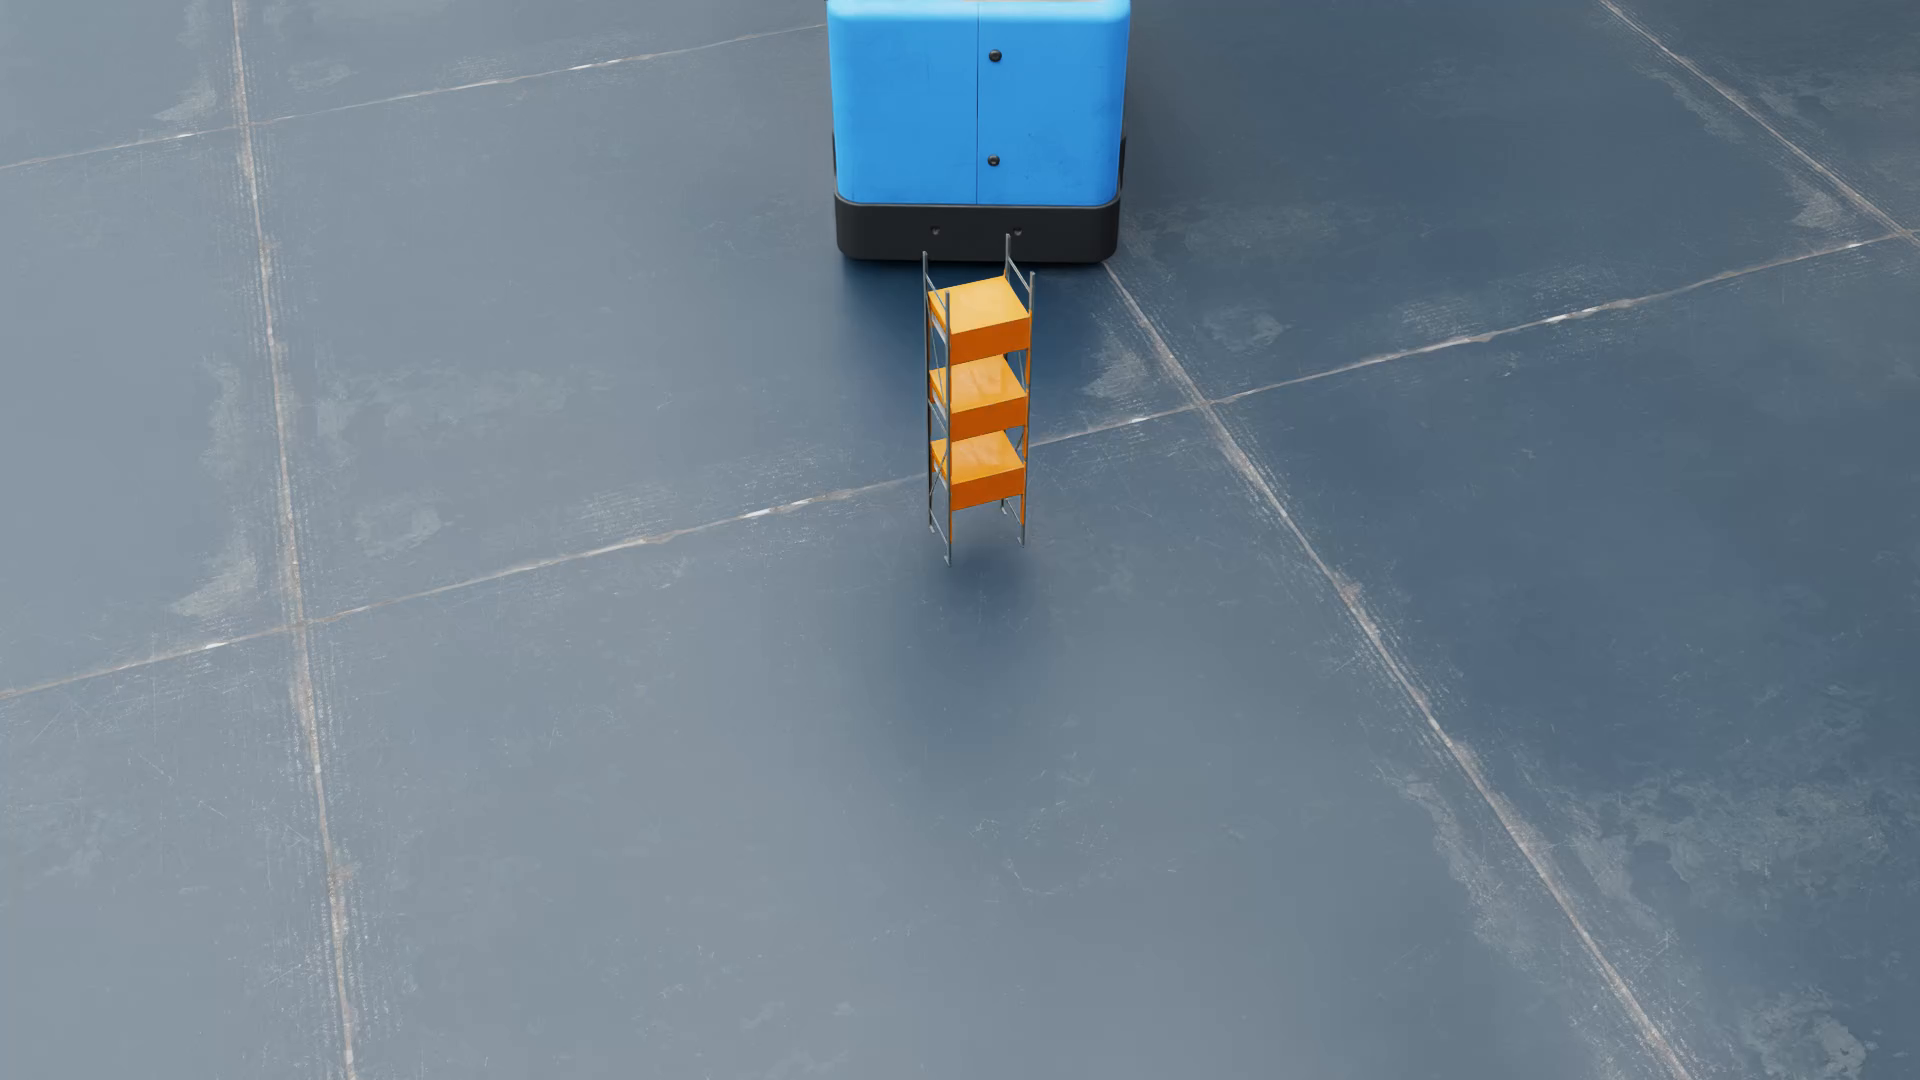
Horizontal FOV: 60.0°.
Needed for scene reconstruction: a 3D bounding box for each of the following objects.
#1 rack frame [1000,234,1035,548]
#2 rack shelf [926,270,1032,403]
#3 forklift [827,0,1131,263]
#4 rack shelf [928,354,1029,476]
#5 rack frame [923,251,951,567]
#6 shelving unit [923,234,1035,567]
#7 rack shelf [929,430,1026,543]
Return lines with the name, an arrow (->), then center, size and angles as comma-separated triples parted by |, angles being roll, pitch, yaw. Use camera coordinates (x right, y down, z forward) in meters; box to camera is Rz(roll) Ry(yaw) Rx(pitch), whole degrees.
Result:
rack frame -> 0.165, -0.413, 4.920 | 0.008, 1.050, 0.200 | -14, 47, -14
rack shelf -> 0.050, -0.576, 4.697 | 0.240, 0.259, 0.215 | -14, 47, -14
forklift -> 0.095, -3.091, 6.262 | 1.130, 2.935, 3.031 | 1, 45, 1
rack shelf -> 0.050, -0.376, 4.898 | 0.240, 0.259, 0.215 | -14, 47, -14
rack frame -> -0.064, -0.354, 4.862 | 0.008, 1.050, 0.200 | -14, 47, -14
shelving unit -> 0.050, -0.383, 4.891 | 0.252, 1.050, 0.215 | -14, 47, -14
rack shelf -> 0.050, -0.180, 5.095 | 0.240, 0.259, 0.215 | -14, 47, -14
